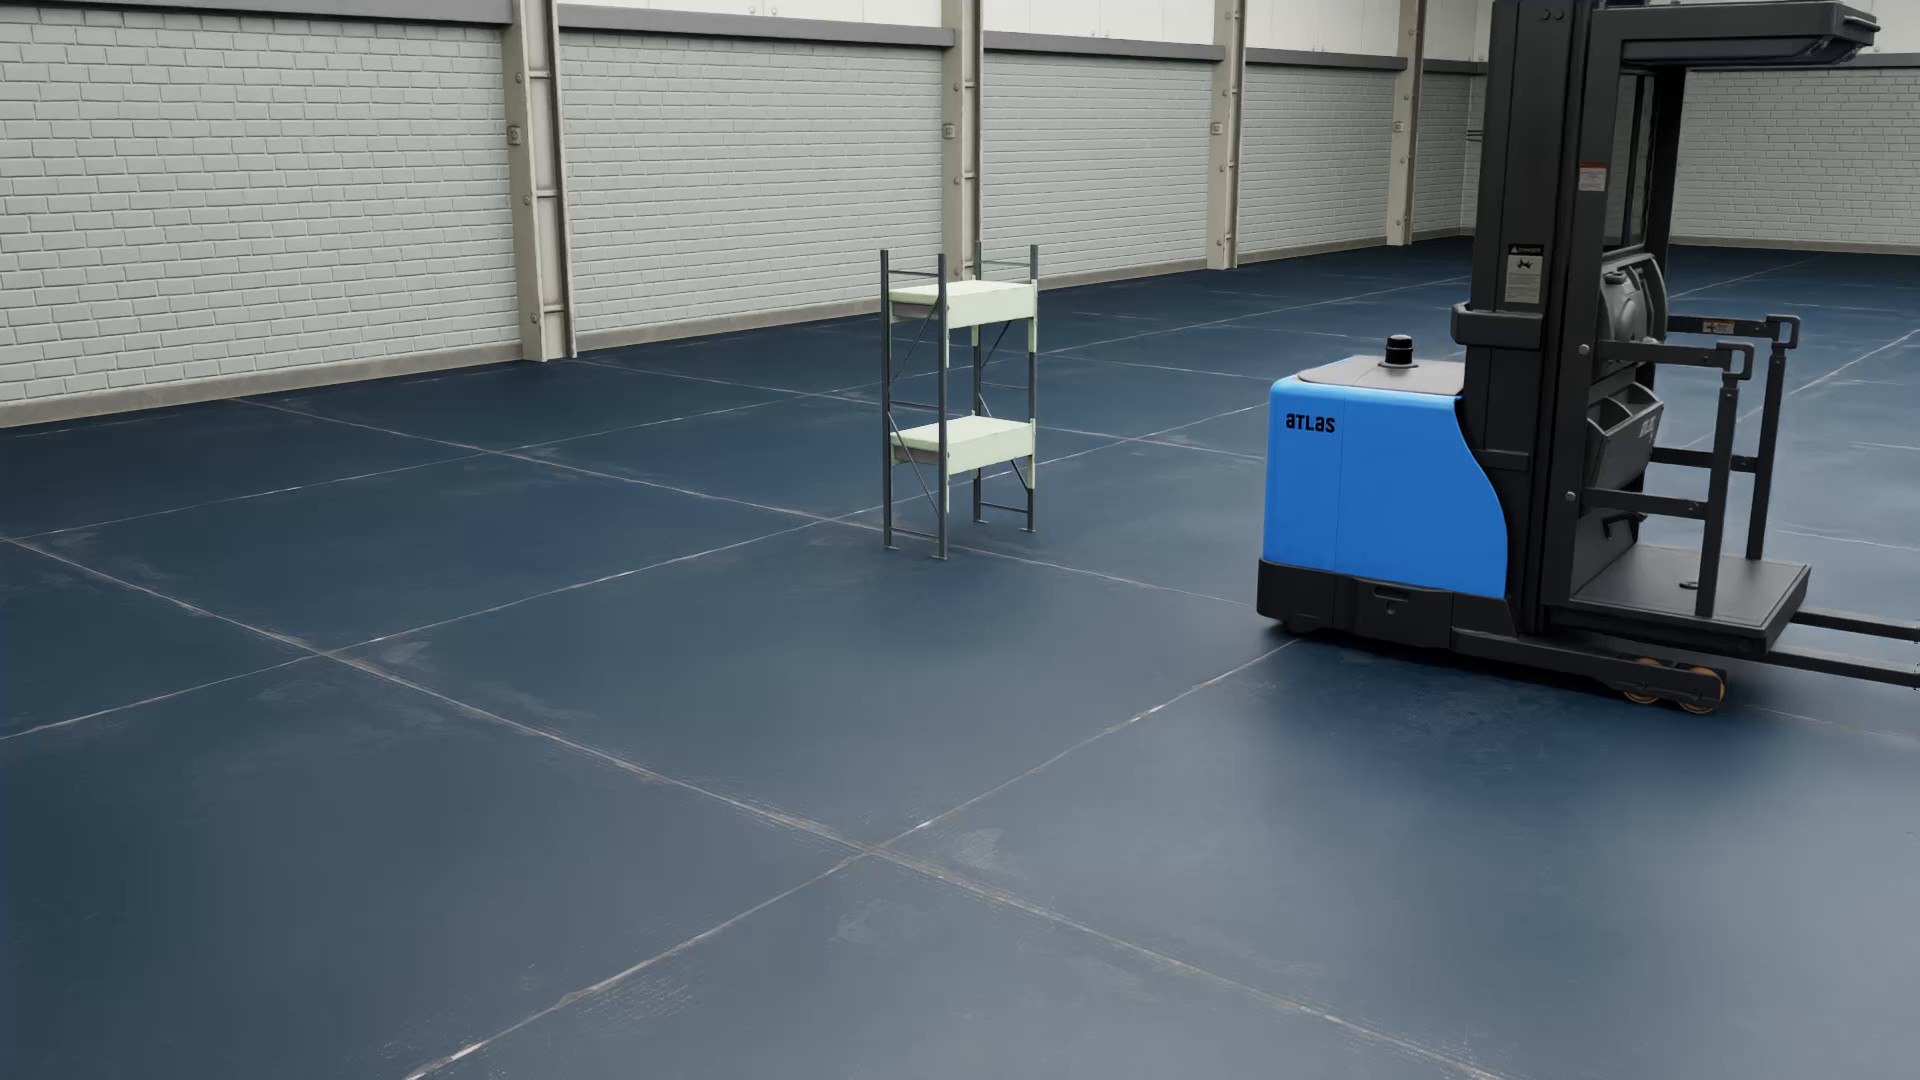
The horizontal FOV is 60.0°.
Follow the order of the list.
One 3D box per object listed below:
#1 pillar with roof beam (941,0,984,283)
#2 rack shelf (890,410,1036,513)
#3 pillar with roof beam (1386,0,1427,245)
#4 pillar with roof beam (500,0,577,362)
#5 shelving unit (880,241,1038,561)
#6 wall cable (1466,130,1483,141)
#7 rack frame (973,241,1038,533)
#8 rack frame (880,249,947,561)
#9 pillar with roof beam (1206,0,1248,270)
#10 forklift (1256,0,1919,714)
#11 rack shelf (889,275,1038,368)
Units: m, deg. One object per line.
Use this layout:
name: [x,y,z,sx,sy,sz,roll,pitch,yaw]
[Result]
pillar with roof beam: [3.376,-6.505,15.953,9.100,9.000,0.400,11,18,38]
rack shelf: [0.004,-0.412,8.524,0.431,0.370,0.720,11,18,38]
pillar with roof beam: [10.918,-8.803,24.999,9.100,9.000,0.400,11,18,38]
pillar with roof beam: [-0.395,-5.356,11.430,9.100,9.000,0.400,11,18,38]
shelving unit: [0.004,-0.728,8.443,0.431,1.500,0.755,11,18,38]
wall cable: [10.450,-8.324,29.419,3.097,2.526,0.112,11,18,38]
rack frame: [0.234,-0.798,8.719,0.400,1.500,0.023,11,18,38]
rack frame: [-0.226,-0.658,8.167,0.400,1.500,0.023,11,18,38]
pillar with roof beam: [7.147,-7.654,20.476,9.100,9.000,0.400,11,18,38]
forklift: [2.774,-0.931,6.333,3.031,2.935,1.130,10,17,33]
rack shelf: [0.004,-1.106,8.347,0.431,0.370,0.720,11,18,38]
